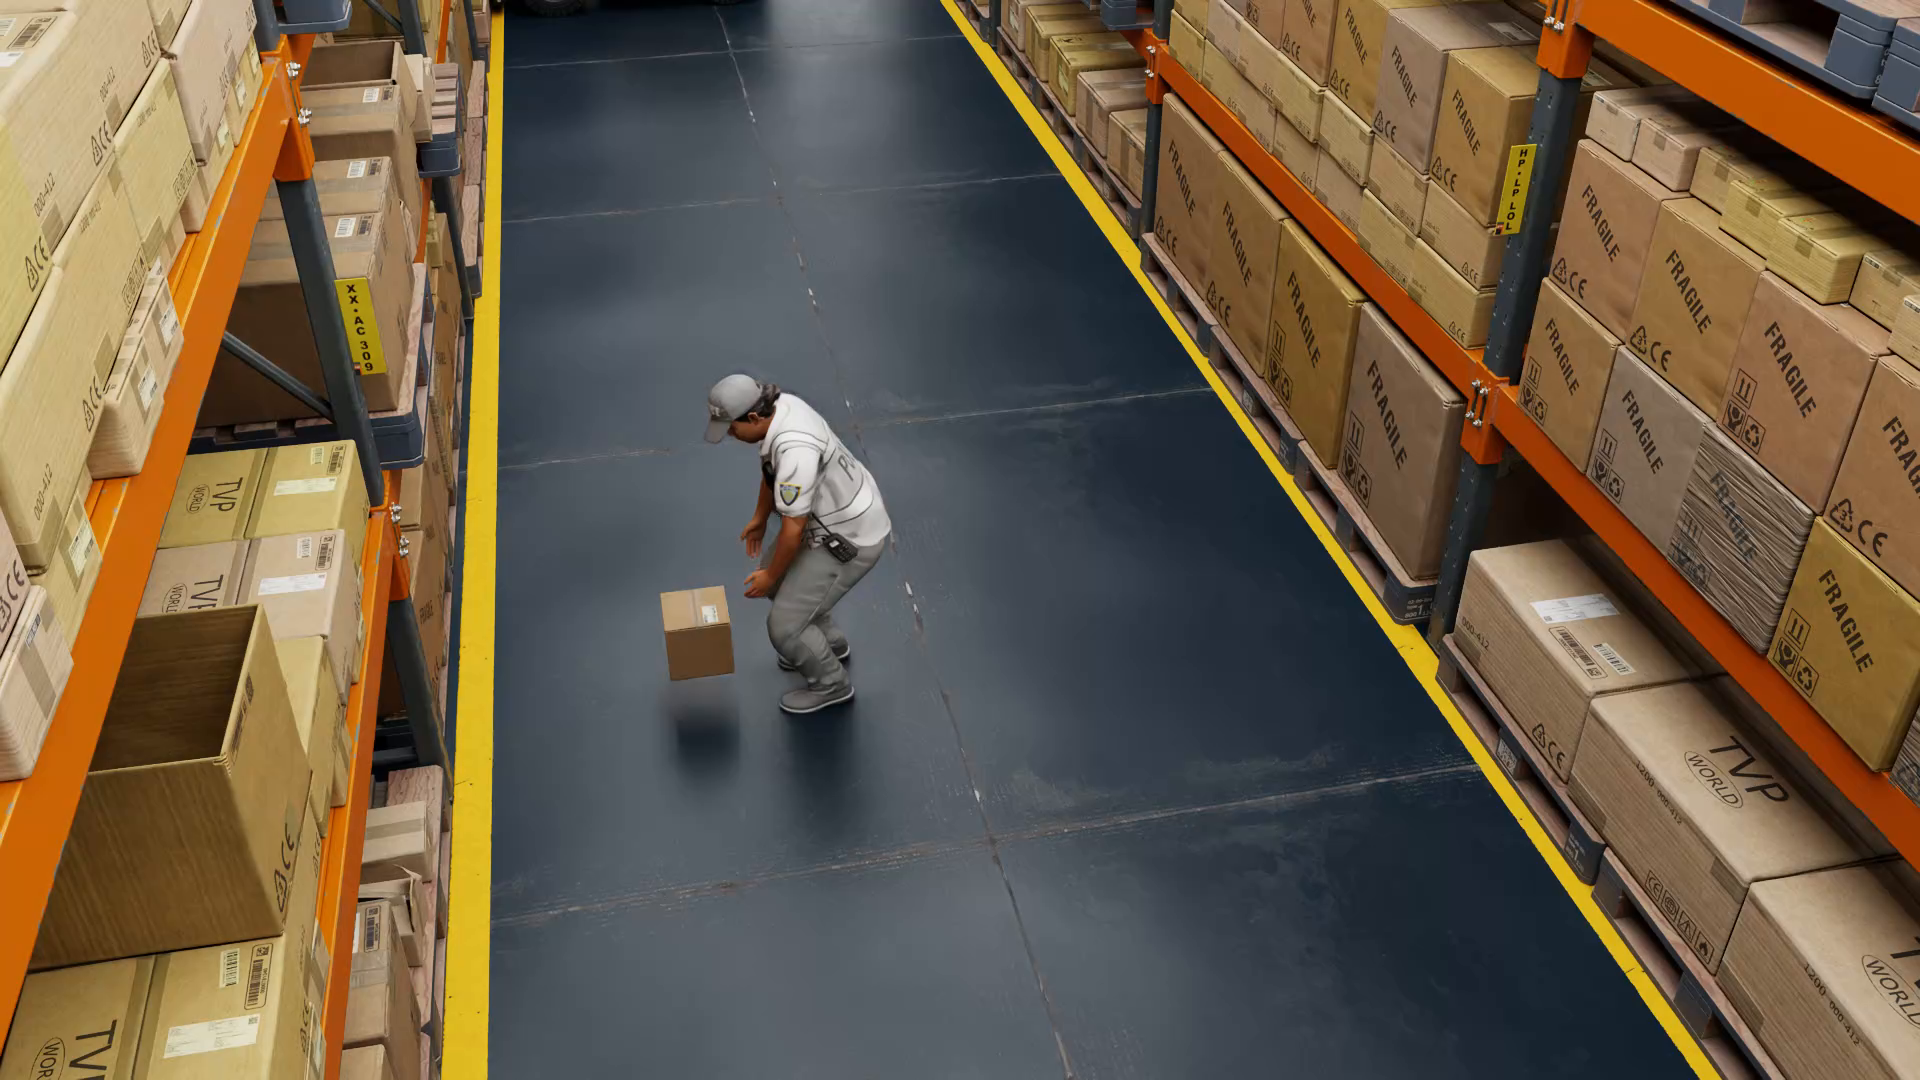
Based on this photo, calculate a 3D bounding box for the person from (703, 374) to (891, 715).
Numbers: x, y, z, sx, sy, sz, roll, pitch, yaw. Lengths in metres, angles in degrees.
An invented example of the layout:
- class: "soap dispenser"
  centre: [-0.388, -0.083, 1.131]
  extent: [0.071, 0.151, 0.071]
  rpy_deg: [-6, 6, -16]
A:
- class: "person"
  centre: [-0.599, -0.001, 6.337]
  extent: [0.671, 1.457, 0.530]
  rpy_deg: [-7, 35, -10]
